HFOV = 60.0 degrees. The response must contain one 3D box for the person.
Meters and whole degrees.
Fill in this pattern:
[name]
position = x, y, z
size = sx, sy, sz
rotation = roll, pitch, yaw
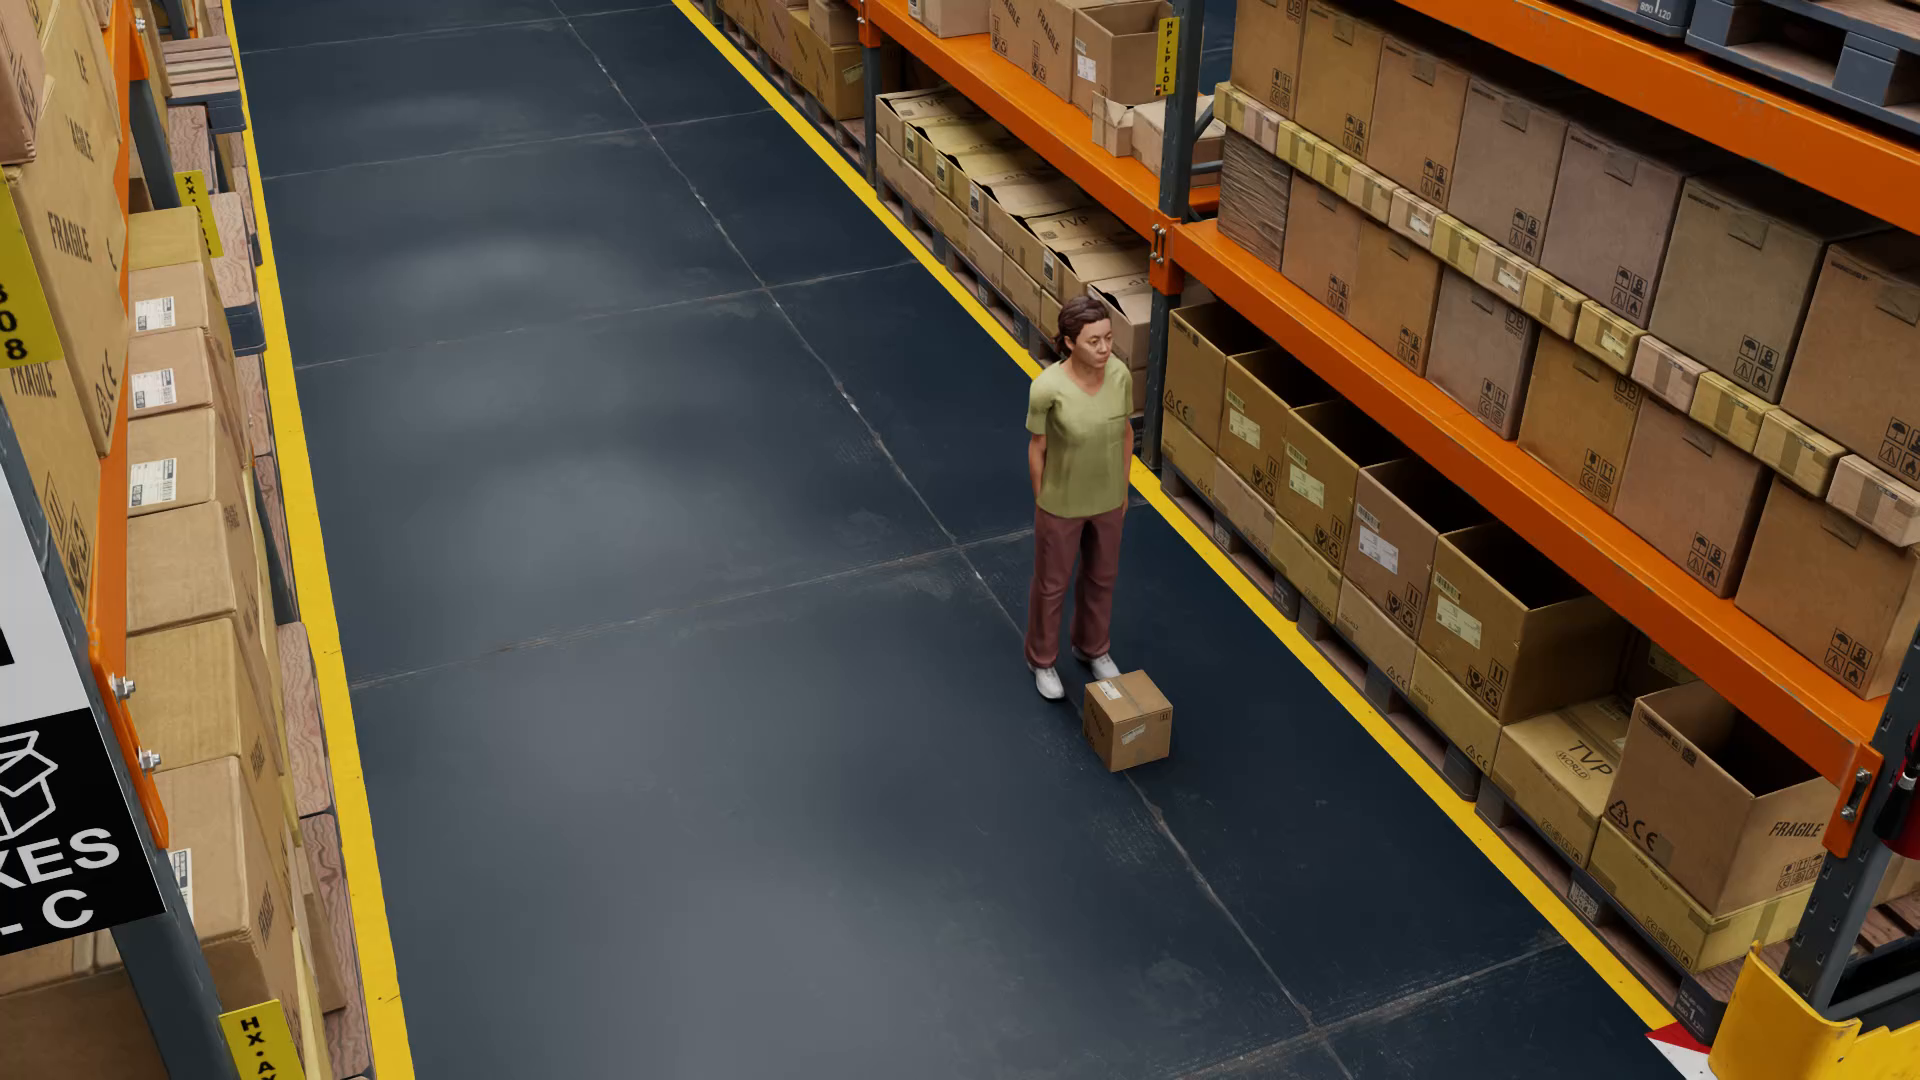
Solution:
[person]
position = 0.462, -0.157, 6.377
size = 0.439, 1.674, 0.349
rotation = -12, 36, -18
